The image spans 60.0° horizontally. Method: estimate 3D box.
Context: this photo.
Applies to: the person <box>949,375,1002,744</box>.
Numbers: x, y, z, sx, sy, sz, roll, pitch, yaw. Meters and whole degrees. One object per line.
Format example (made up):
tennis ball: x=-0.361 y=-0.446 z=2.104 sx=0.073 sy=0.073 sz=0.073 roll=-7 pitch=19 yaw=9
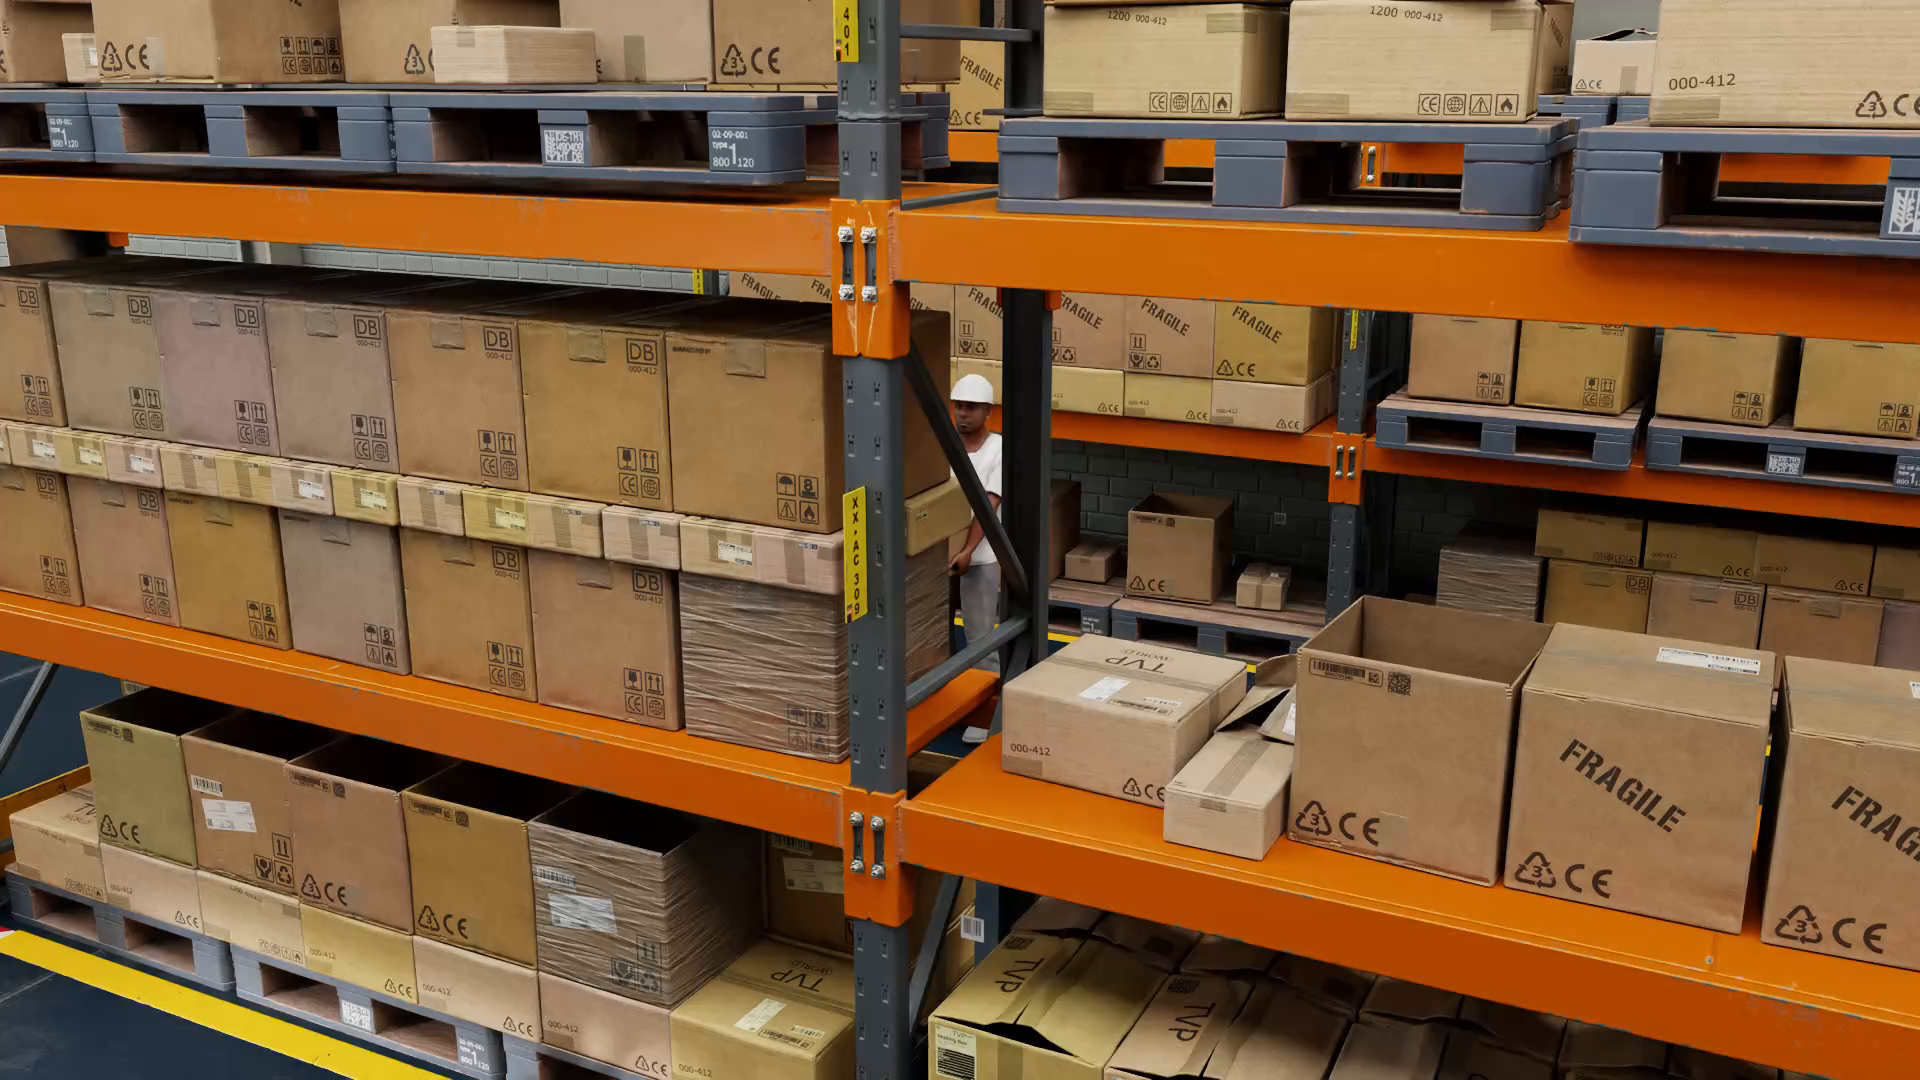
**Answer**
person: x=-0.022 y=0.111 z=7.863 sx=0.503 sy=1.760 sz=0.586 roll=8 pitch=18 yaw=27
